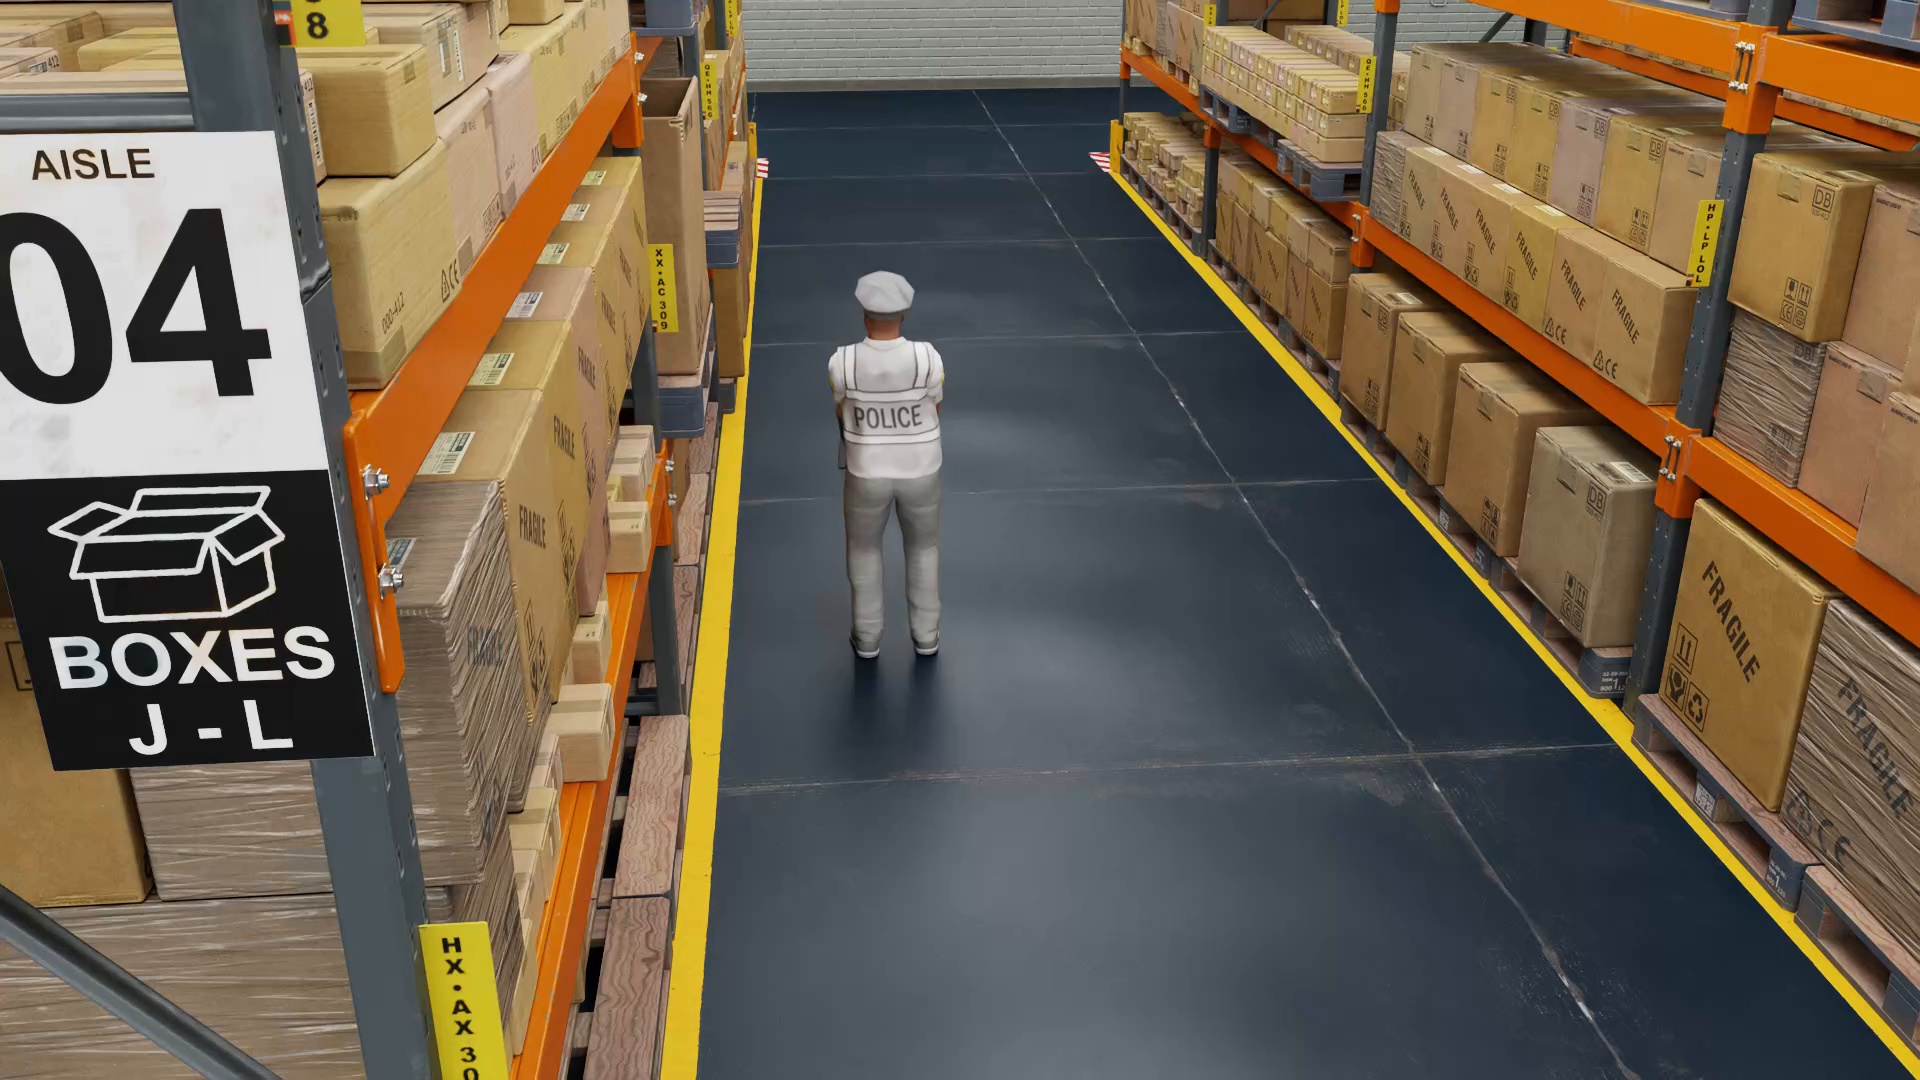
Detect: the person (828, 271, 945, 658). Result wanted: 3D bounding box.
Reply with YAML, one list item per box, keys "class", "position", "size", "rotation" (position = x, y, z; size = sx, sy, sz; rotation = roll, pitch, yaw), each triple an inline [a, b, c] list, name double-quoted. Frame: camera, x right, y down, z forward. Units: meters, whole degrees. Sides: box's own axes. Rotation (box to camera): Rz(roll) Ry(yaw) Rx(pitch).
- class: "person"
  position: [-0.322, -0.347, 7.365]
  size: [0.494, 1.766, 0.572]
  rotation: [-2, 24, -4]
